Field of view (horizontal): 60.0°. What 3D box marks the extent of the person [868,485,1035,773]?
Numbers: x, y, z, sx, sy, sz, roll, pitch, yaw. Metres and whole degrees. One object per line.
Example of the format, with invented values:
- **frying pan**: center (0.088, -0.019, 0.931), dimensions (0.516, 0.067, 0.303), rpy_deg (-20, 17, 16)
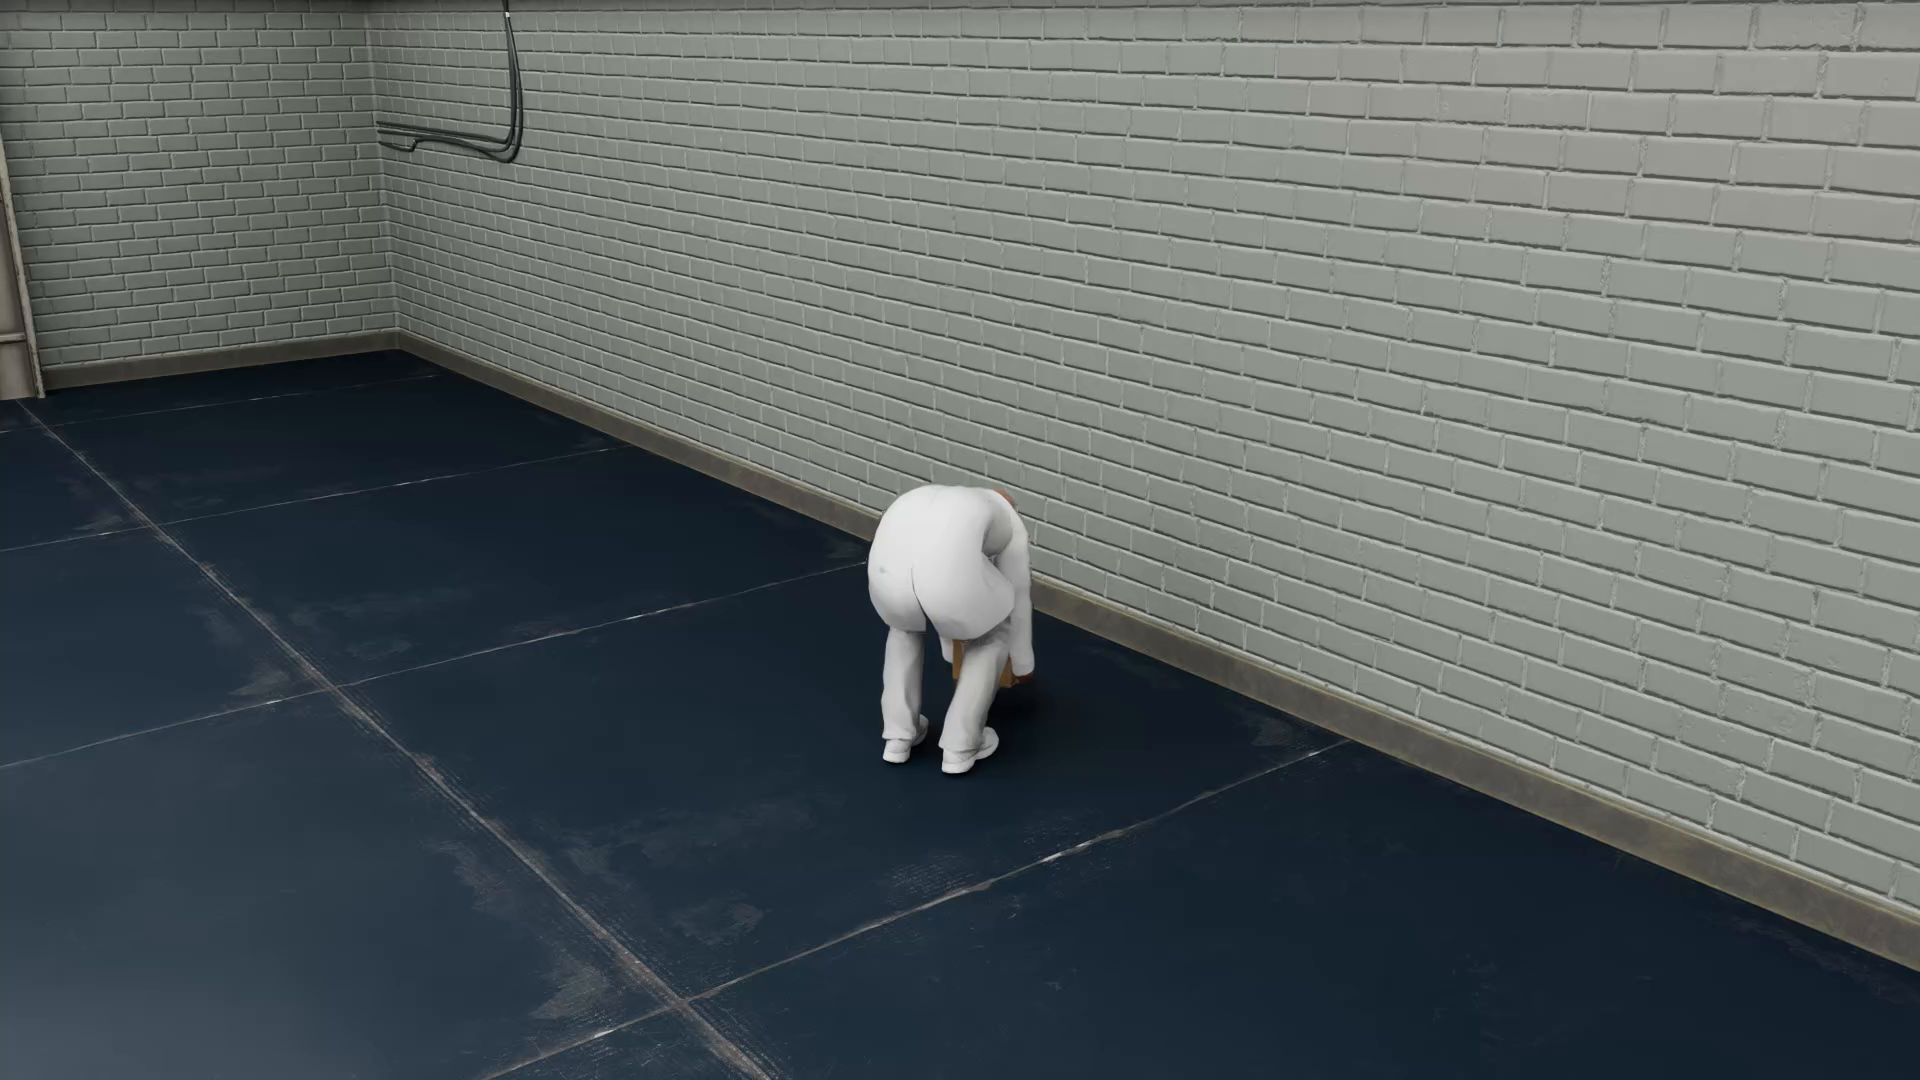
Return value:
- **person**: center (-0.012, 0.262, 6.427), dimensions (0.584, 1.065, 0.947), rpy_deg (6, 19, 19)
